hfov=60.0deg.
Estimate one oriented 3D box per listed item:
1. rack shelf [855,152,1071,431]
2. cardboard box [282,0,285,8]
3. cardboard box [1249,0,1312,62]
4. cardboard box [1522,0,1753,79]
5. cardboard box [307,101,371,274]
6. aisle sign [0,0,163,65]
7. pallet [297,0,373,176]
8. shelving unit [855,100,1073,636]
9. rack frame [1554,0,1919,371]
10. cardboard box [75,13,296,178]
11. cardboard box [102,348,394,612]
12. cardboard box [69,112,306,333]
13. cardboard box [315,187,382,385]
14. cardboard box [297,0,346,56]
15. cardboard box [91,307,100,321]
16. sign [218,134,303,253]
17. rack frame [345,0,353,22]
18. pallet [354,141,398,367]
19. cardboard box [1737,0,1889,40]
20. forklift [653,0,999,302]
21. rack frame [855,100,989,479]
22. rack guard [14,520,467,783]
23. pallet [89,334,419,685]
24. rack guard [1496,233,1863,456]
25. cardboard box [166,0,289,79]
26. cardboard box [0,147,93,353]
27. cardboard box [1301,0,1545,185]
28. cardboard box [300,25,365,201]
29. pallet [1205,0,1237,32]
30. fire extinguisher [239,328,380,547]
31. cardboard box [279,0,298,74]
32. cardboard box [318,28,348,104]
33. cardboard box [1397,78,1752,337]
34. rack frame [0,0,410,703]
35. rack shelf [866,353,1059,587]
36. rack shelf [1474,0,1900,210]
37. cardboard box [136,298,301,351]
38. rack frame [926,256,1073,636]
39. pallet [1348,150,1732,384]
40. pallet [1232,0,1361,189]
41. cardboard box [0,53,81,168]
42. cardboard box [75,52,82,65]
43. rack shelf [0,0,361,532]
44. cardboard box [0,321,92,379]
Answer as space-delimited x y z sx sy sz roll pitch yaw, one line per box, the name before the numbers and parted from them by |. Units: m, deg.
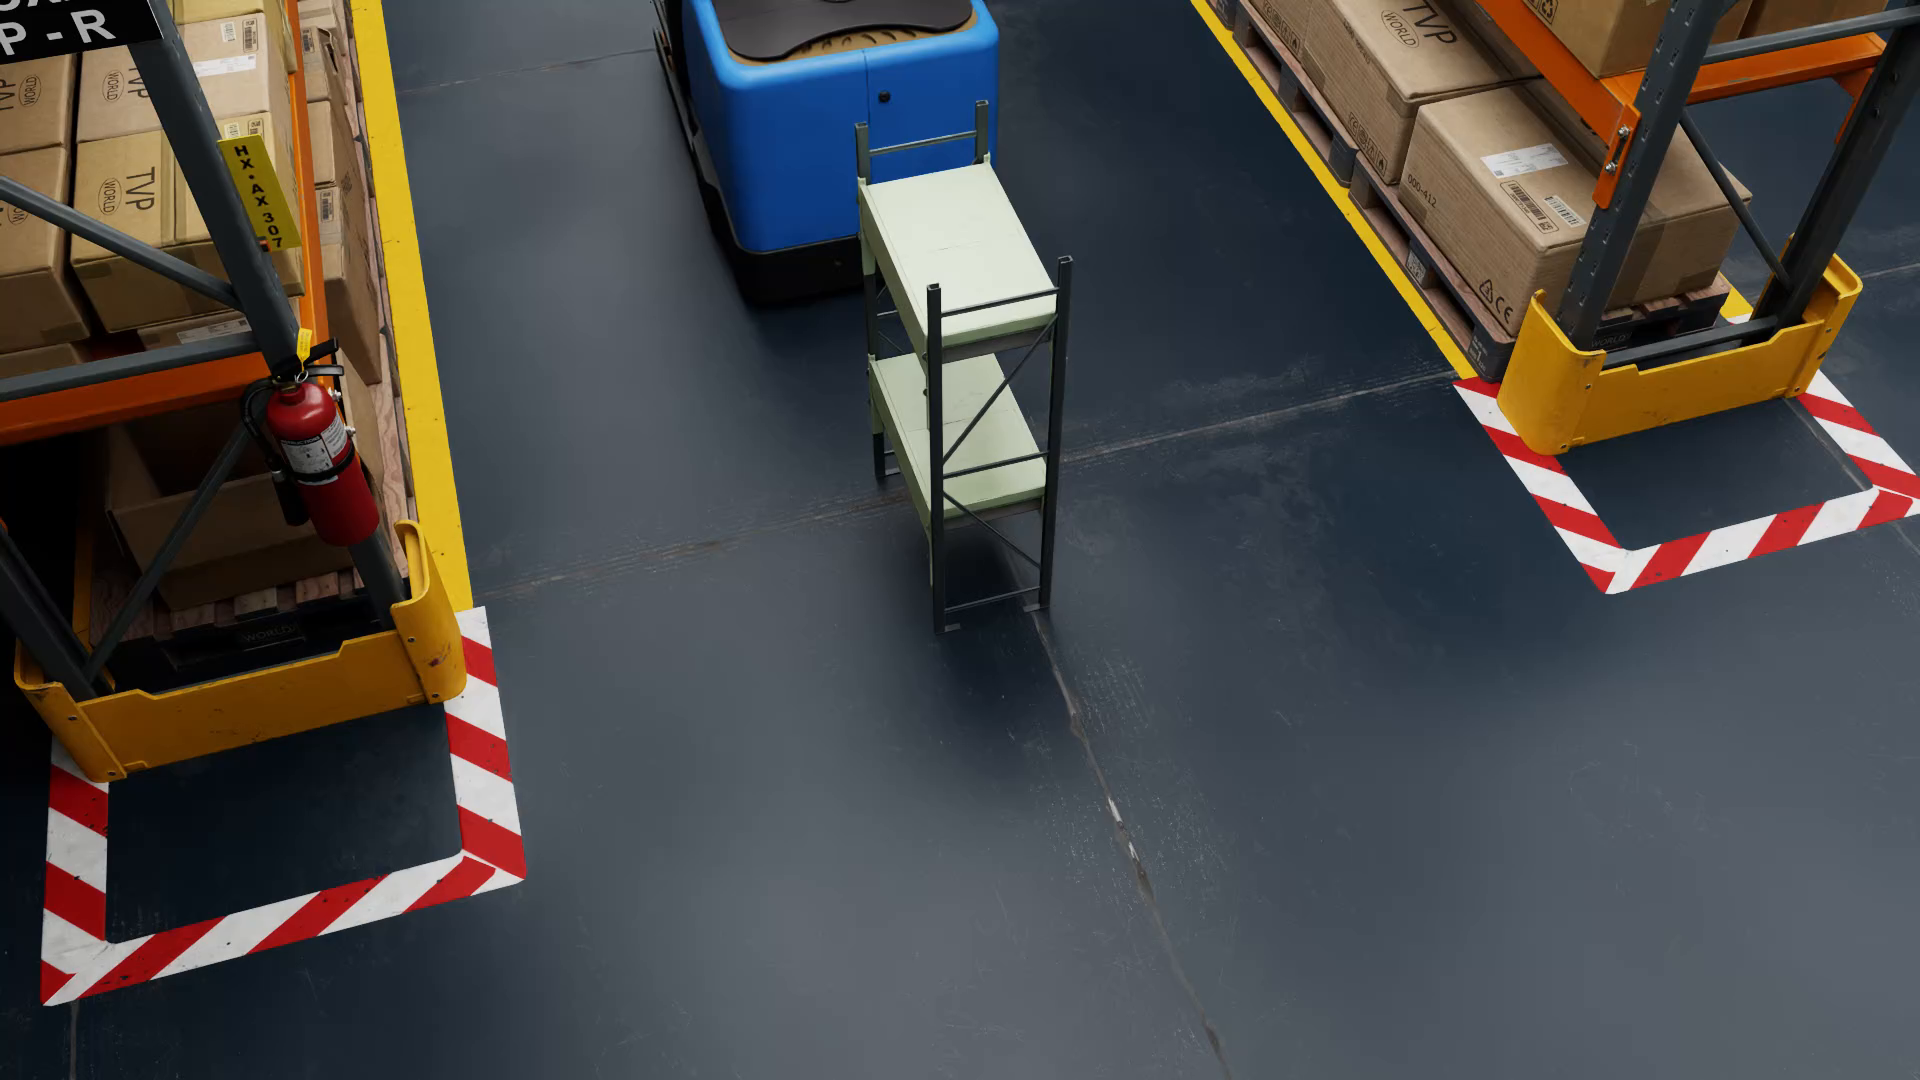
rack shelf | -0.002 -0.740 4.882 0.431 0.370 0.720 -13 51 -11
cardboard box | -2.427 -1.769 5.443 0.380 0.149 0.250 -12 51 -10
cardboard box | 1.745 -2.627 7.404 0.875 0.438 0.875 -15 51 -12
cardboard box | 2.184 -1.857 5.289 0.500 0.500 0.500 -13 51 -11
cardboard box | -2.528 -1.247 6.200 0.500 0.500 0.500 -12 51 -10
aisle sign | -1.860 -1.262 3.152 0.394 0.787 0.004 -13 51 -11
pallet | -3.142 -1.929 7.238 1.003 0.211 1.213 -13 51 -11
shelving unit | -0.002 -0.488 5.181 0.431 1.500 0.755 -13 51 -11
rack frame | 2.580 -1.533 5.080 1.000 3.000 0.127 -13 51 -11
cardboard box | -2.187 -1.216 4.717 0.500 0.250 0.500 -13 51 -11
cardboard box | -2.251 -0.207 5.320 0.797 0.503 0.637 -15 52 -12
cardboard box | -2.038 -0.848 4.406 0.500 0.250 0.500 -13 51 -11
cardboard box | -2.467 -0.839 5.855 0.700 0.500 0.500 -11 51 -9
cardboard box | -2.898 -2.205 7.237 0.380 0.149 0.250 -15 51 -12
cardboard box | -2.532 -0.707 4.549 0.380 0.149 0.250 -12 51 -10
sign | -1.643 -0.810 3.904 0.100 0.325 0.005 -13 51 -11
rack frame | -3.344 -3.329 6.595 1.000 3.000 0.127 -13 51 -11
pallet | -2.777 -1.036 6.485 1.003 0.211 1.213 -13 51 -11
cardboard box | 2.712 -1.980 5.392 0.500 0.500 0.500 -14 51 -11
forklift | -0.750 -3.022 6.381 1.130 2.935 3.031 -13 51 -11
rack frame | -0.110 -0.756 5.406 0.400 1.500 0.023 -13 51 -11
rack guard | -2.183 0.342 5.134 1.175 0.500 0.348 -13 51 -11
pallet | -2.420 -0.146 5.736 1.003 0.211 1.213 -13 51 -11
rack guard | 2.587 -0.709 6.021 1.175 0.500 0.348 -13 51 -11
cardboard box | -2.340 -1.585 5.028 0.500 0.250 0.500 -14 51 -12
cardboard box | -2.550 -0.731 4.308 0.500 0.250 0.500 -12 51 -10
cardboard box | 2.010 -1.968 6.848 0.875 0.438 0.875 -12 51 -10
cardboard box | -2.774 -1.597 6.495 0.700 0.500 0.500 -15 52 -12
pallet | 1.547 -2.982 8.126 1.003 0.211 1.213 -13 51 -11
fire extinguisher | -1.676 -0.260 4.301 0.296 0.674 0.183 -13 51 -11
cardboard box | -2.329 -1.581 5.285 0.380 0.149 0.250 -15 51 -12
cardboard box | -2.793 -1.982 6.973 0.396 0.266 0.258 -12 51 -10
cardboard box | 2.289 -1.302 6.287 0.875 0.438 0.875 -15 51 -12
rack frame | -2.161 -0.408 4.132 1.000 3.000 0.127 -13 51 -11
rack shelf | -0.002 -0.278 5.430 0.431 0.370 0.720 -13 51 -11
rack shelf | 1.988 -2.762 6.587 1.077 0.370 4.000 -13 51 -11
cardboard box | -1.996 -0.629 4.483 0.380 0.149 0.250 -14 51 -11
rack frame | 0.106 -0.221 4.955 0.400 1.500 0.023 -13 51 -11
pallet | 2.269 -1.200 6.624 1.003 0.211 1.213 -13 51 -11
pallet | 1.911 -2.090 7.374 1.003 0.211 1.213 -13 51 -11
cardboard box | -2.702 -1.108 4.626 0.500 0.250 0.500 -13 51 -11
cardboard box | -2.844 -1.471 4.932 0.500 0.250 0.500 -12 51 -10
rack shelf | -2.752 -1.637 5.638 1.077 0.370 4.000 -13 51 -11
cardboard box | -2.515 -0.508 4.381 0.380 0.149 0.250 -14 51 -11
